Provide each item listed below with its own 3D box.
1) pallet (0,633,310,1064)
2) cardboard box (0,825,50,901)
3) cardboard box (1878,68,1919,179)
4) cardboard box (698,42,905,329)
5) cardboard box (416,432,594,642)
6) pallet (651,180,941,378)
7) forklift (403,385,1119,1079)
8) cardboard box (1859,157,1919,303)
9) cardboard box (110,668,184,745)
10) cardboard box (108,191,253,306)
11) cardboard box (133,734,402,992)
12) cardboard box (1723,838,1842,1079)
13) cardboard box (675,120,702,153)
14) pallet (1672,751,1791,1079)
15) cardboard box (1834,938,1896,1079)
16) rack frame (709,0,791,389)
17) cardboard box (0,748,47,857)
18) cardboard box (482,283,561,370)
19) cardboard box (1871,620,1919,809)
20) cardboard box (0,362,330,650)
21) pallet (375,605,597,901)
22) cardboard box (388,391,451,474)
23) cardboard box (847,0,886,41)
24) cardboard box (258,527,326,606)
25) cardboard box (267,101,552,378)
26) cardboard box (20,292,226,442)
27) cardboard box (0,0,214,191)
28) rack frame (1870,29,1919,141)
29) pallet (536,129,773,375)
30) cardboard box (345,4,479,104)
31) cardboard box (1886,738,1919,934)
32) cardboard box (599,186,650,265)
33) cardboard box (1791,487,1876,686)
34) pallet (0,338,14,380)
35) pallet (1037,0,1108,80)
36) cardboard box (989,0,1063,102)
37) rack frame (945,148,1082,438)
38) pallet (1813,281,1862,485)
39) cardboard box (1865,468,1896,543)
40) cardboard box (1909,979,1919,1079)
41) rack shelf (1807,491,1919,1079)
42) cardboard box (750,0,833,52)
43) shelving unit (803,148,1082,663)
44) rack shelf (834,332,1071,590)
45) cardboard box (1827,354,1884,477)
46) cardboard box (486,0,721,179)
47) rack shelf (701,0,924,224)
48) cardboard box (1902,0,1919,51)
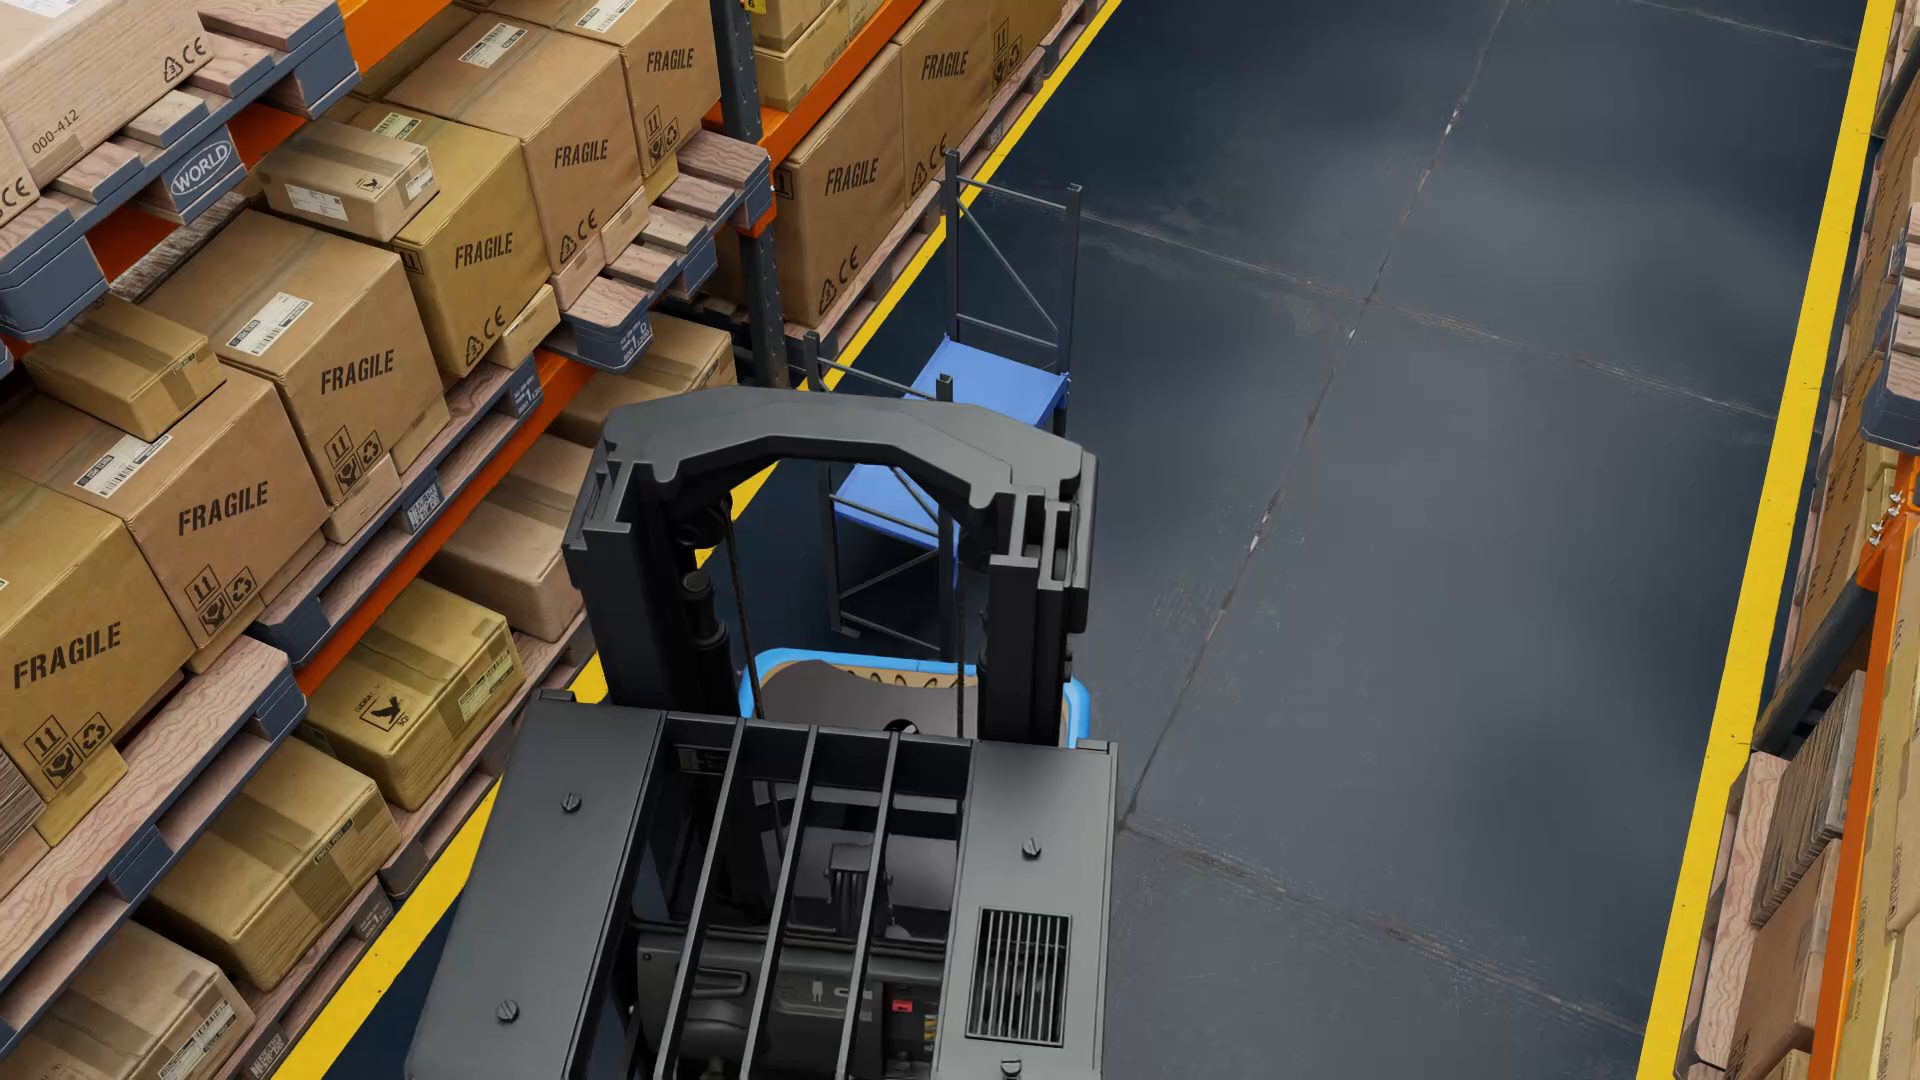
[{"bbox_3d":[-2.446,0.624,4.191,1.003,0.211,1.213,20,52,16],"label":"pallet"},{"bbox_3d":[-2.383,0.708,3.882,0.380,0.149,0.250,21,53,17],"label":"cardboard box"},{"bbox_3d":[4.593,-1.922,7.596,0.500,0.500,0.500,22,53,18],"label":"cardboard box"},{"bbox_3d":[-0.825,-1.610,7.085,0.875,0.875,0.875,19,52,16],"label":"cardboard box"},{"bbox_3d":[-1.754,-0.102,6.132,0.950,0.372,0.625,19,52,15],"label":"cardboard box"},{"bbox_3d":[-0.791,-1.329,7.557,1.003,0.211,1.213,20,52,16],"label":"pallet"},{"bbox_3d":[-0.284,1.215,3.607,1.130,2.935,3.031,5,50,4],"label":"forklift"},{"bbox_3d":[4.157,-1.210,6.991,0.500,0.500,0.500,18,52,15],"label":"cardboard box"},{"bbox_3d":[-2.216,0.319,4.213,0.380,0.149,0.250,23,53,18],"label":"cardboard box"},{"bbox_3d":[-2.255,-0.673,4.632,0.500,0.500,0.500,18,52,15],"label":"cardboard box"},{"bbox_3d":[-2.379,0.898,5.281,0.950,0.372,0.625,23,53,18],"label":"cardboard box"},{"bbox_3d":[2.743,1.410,4.680,0.875,0.625,0.625,21,53,17],"label":"cardboard box"},{"bbox_3d":[-1.123,-1.466,5.732,0.380,0.149,0.250,22,53,17],"label":"cardboard box"},{"bbox_3d":[2.907,1.357,5.272,1.003,0.211,1.213,20,52,16],"label":"pallet"},{"bbox_3d":[2.227,1.232,3.646,0.500,0.250,0.500,21,53,17],"label":"cardboard box"},{"bbox_3d":[-1.196,-1.714,6.054,1.000,3.000,0.127,20,52,16],"label":"rack frame"},{"bbox_3d":[-2.445,0.546,3.594,0.500,0.500,0.500,21,53,17],"label":"cardboard box"},{"bbox_3d":[-1.459,-0.705,5.085,0.380,0.149,0.250,21,53,17],"label":"cardboard box"},{"bbox_3d":[2.664,0.518,4.253,0.500,0.250,0.500,19,52,15],"label":"cardboard box"},{"bbox_3d":[-2.008,-0.135,4.174,0.500,0.500,0.500,20,52,16],"label":"cardboard box"},{"bbox_3d":[-2.053,0.565,5.946,1.003,0.211,1.213,20,52,16],"label":"pallet"},{"bbox_3d":[-1.713,-0.373,4.803,0.380,0.149,0.250,18,52,15],"label":"cardboard box"},{"bbox_3d":[-0.556,-2.280,6.634,0.500,0.250,0.500,18,52,15],"label":"cardboard box"},{"bbox_3d":[-1.961,-0.014,4.497,0.380,0.149,0.250,20,53,16],"label":"cardboard box"},{"bbox_3d":[-1.564,-0.868,4.797,0.500,0.500,0.500,17,52,14],"label":"cardboard box"},{"bbox_3d":[-2.013,-0.425,3.994,0.380,0.149,0.250,23,53,18],"label":"cardboard box"},{"bbox_3d":[-1.881,-0.994,3.295,0.500,0.250,0.500,19,52,16],"label":"cardboard box"},{"bbox_3d":[5.003,-2.856,7.026,1.000,3.000,0.127,20,52,16],"label":"rack frame"},{"bbox_3d":[-1.404,-1.126,5.680,1.213,0.211,1.003,20,52,16],"label":"pallet"},{"bbox_3d":[-1.813,-1.383,5.236,0.500,0.500,0.500,22,53,18],"label":"cardboard box"},{"bbox_3d":[2.429,0.710,3.761,0.500,0.250,0.500,19,52,15],"label":"cardboard box"},{"bbox_3d":[-1.239,-1.070,5.395,0.380,0.149,0.250,19,52,16],"label":"cardboard box"},{"bbox_3d":[3.280,0.212,5.781,0.500,0.500,0.500,21,53,17],"label":"cardboard box"},{"bbox_3d":[-2.544,-0.261,2.971,1.213,0.211,1.003,20,52,16],"label":"pallet"},{"bbox_3d":[0.252,-3.009,8.987,1.003,0.211,1.213,20,52,16],"label":"pallet"},{"bbox_3d":[-0.058,-2.838,8.130,0.875,0.875,0.875,21,53,17],"label":"cardboard box"},{"bbox_3d":[0.181,-0.777,6.242,0.500,1.500,0.032,20,52,16],"label":"rack frame"},{"bbox_3d":[4.170,-0.536,6.883,1.003,0.211,1.213,20,52,16],"label":"pallet"},{"bbox_3d":[3.276,-0.060,5.586,0.380,0.149,0.250,17,52,14],"label":"cardboard box"},{"bbox_3d":[2.093,1.006,3.248,0.380,0.149,0.250,19,52,15],"label":"cardboard box"},{"bbox_3d":[2.439,1.509,3.784,1.077,0.370,4.000,20,52,16],"label":"rack shelf"},{"bbox_3d":[-0.756,-2.096,6.149,0.500,0.250,0.500,19,52,16],"label":"cardboard box"},{"bbox_3d":[-0.036,-0.427,5.944,0.538,1.500,1.048,20,52,16],"label":"shelving unit"},{"bbox_3d":[-0.036,-0.311,6.081,0.538,0.185,1.000,20,52,16],"label":"rack shelf"},{"bbox_3d":[3.725,-0.491,6.379,0.500,0.500,0.500,22,53,18],"label":"cardboard box"},{"bbox_3d":[-1.138,-1.575,5.399,0.500,0.500,0.500,18,52,15],"label":"cardboard box"},{"bbox_3d":[-0.341,-2.858,7.500,1.077,0.370,4.000,20,52,16],"label":"rack shelf"},{"bbox_3d":[4.975,-2.547,8.359,0.380,0.149,0.250,18,52,15],"label":"cardboard box"}]
